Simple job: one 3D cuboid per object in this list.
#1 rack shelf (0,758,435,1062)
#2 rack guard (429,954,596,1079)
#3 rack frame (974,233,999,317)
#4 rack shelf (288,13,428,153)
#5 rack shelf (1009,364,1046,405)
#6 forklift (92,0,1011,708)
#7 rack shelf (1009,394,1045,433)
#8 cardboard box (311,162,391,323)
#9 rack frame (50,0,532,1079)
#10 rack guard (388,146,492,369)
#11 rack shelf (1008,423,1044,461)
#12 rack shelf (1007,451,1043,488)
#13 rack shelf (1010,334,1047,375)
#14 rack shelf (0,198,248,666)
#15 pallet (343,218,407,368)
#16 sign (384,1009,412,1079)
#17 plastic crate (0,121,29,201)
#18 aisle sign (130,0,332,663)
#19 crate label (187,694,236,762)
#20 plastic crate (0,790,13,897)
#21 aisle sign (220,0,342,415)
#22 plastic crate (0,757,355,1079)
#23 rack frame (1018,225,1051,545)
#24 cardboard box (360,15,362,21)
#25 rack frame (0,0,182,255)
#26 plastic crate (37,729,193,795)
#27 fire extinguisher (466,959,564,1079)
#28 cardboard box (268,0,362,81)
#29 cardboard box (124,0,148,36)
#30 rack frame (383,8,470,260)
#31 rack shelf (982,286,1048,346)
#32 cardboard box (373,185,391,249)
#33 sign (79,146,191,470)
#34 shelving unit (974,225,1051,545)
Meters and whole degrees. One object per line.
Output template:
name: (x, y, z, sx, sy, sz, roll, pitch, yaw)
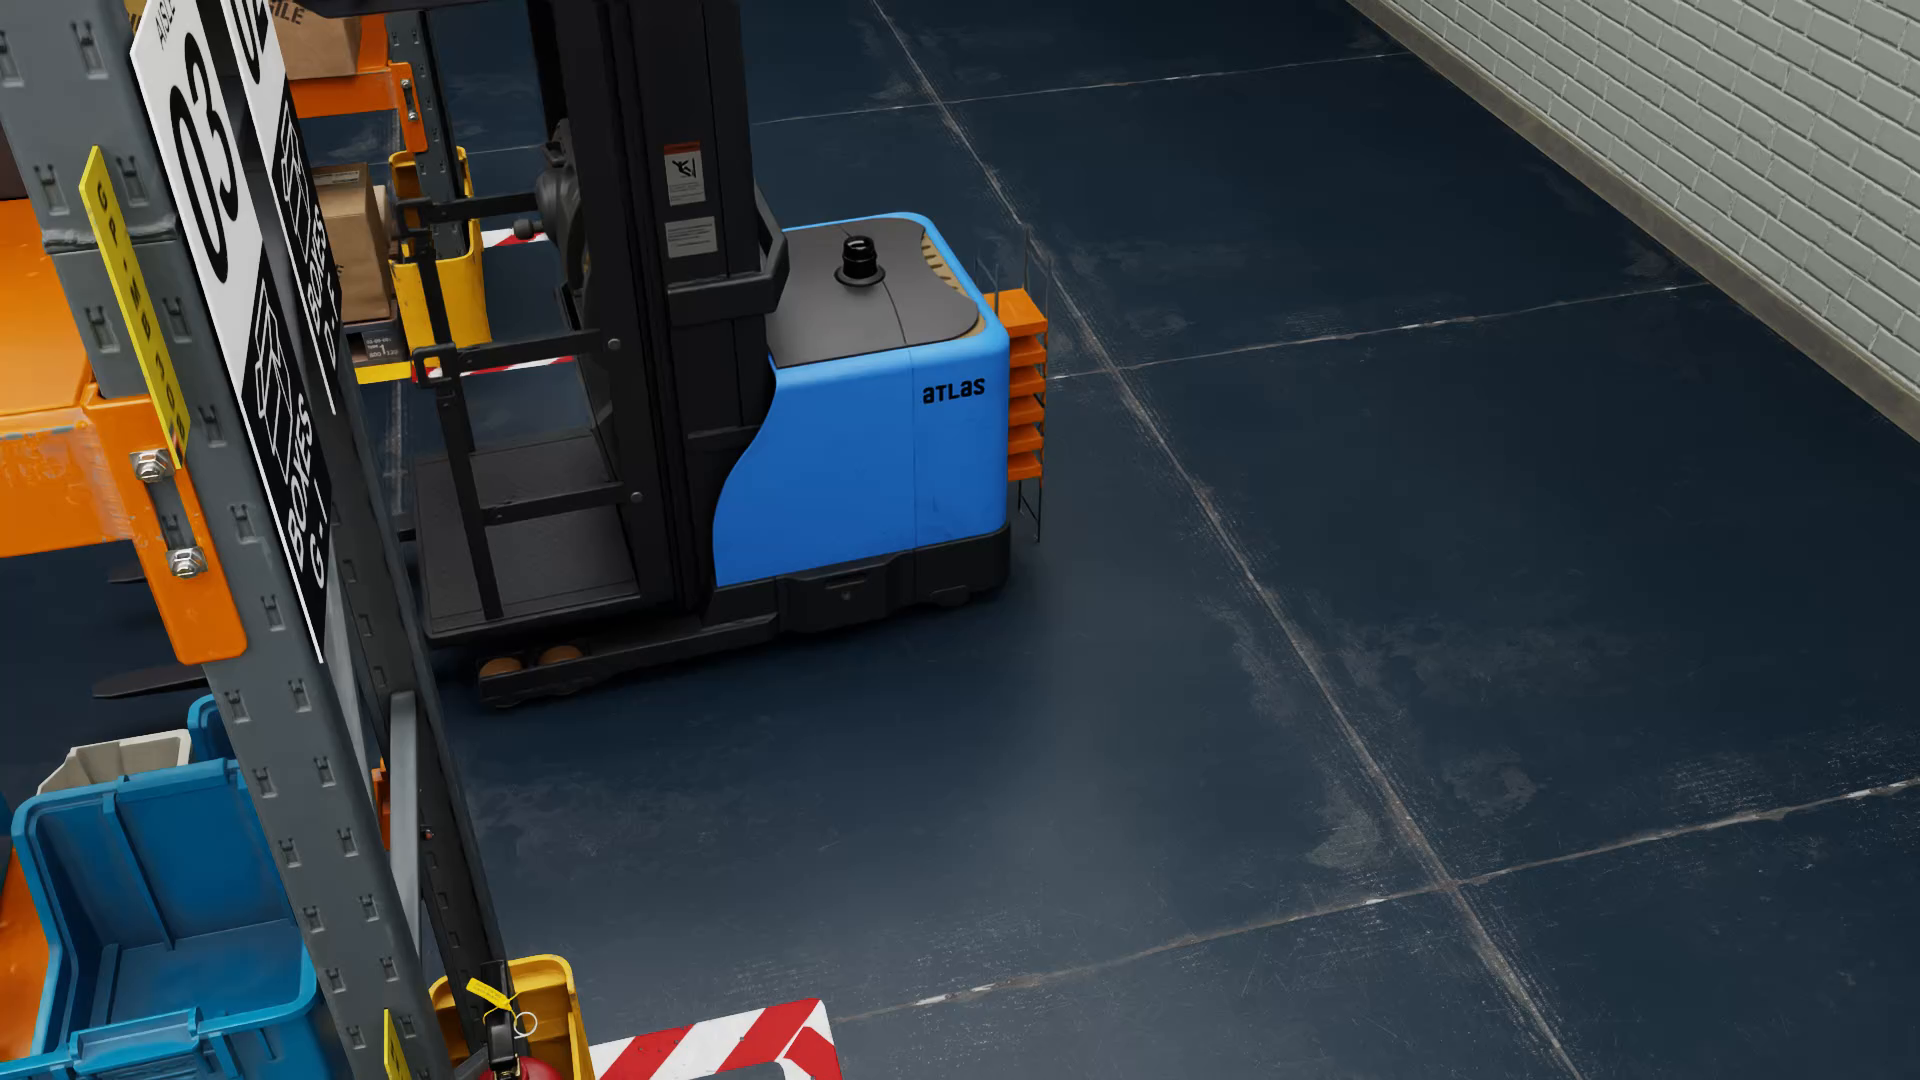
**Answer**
rack shelf: (-2.930, 1.201, 2.804, 4.000, 0.370, 1.077, -9, 38, -12)
rack guard: (-0.979, 1.580, 3.774, 0.348, 0.500, 1.175, -9, 38, -12)
rack frame: (0.088, -0.494, 5.909, 0.006, 1.200, 0.240, -11, 39, -14)
rack shelf: (-4.217, -1.705, 6.603, 4.000, 0.370, 1.077, -9, 38, -12)
rack shelf: (0.175, -0.572, 5.885, 0.180, 0.103, 0.258, -11, 39, -14)
forklift: (-1.397, -0.969, 5.105, 3.031, 2.935, 1.130, -11, 39, -14)
rack shelf: (0.175, -0.476, 5.958, 0.180, 0.103, 0.258, -11, 39, -14)
cardboard box: (-2.747, -1.259, 7.123, 0.500, 0.500, 0.500, -9, 38, -12)
rack frame: (-0.999, 0.598, 2.999, 0.127, 3.000, 1.000, -9, 38, -12)
rack guard: (-2.360, -1.303, 7.542, 0.348, 0.500, 1.175, -9, 38, -12)
rack shelf: (0.175, -0.381, 6.031, 0.180, 0.103, 0.258, -11, 39, -14)
rack shelf: (0.175, -0.286, 6.104, 0.180, 0.103, 0.258, -11, 39, -14)
rack shelf: (0.175, -0.667, 5.812, 0.180, 0.103, 0.258, -11, 39, -14)
rack shelf: (-2.930, 0.009, 1.892, 4.000, 0.370, 1.077, -9, 38, -12)
pallet: (-3.129, -1.061, 7.464, 1.213, 0.211, 1.003, -9, 38, -12)
sign: (-0.840, 0.853, 2.531, 0.005, 0.325, 0.100, -9, 38, -12)
plastic crate: (-1.443, -0.644, 2.262, 0.590, 0.269, 0.497, -9, 38, -12)
aisle sign: (-0.853, -0.274, 2.000, 0.004, 0.787, 0.394, -9, 38, -12)
crate label: (-1.323, 0.487, 3.233, 0.303, 0.233, 0.416, -9, 38, -12)
plastic crate: (-1.959, 0.591, 3.097, 0.300, 0.233, 0.416, -9, 38, -12)
aisle sign: (-1.007, -0.620, 2.452, 0.004, 0.787, 0.394, -9, 38, -12)
plastic crate: (-1.273, 0.723, 2.758, 0.499, 0.435, 0.616, -9, 38, -12)
rack frame: (0.262, -0.529, 5.954, 0.006, 1.200, 0.240, -11, 39, -14)
cardboard box: (-2.784, -2.432, 6.878, 0.500, 0.500, 0.500, -9, 38, -11)
rack frame: (-0.999, -1.785, 1.177, 0.127, 3.000, 1.000, -9, 38, -12)
plastic crate: (-1.654, 0.527, 3.260, 0.298, 0.136, 0.250, -9, 38, -12)
fire extinguisher: (-0.735, 1.020, 2.819, 0.183, 0.674, 0.296, -9, 38, -12)
cardboard box: (-2.648, -2.117, 6.466, 0.500, 0.500, 0.500, -8, 38, -11)
cardboard box: (-3.148, -2.033, 6.356, 0.500, 0.500, 0.500, -9, 38, -12)
rack frame: (-2.287, -2.308, 6.798, 0.127, 3.000, 1.000, -9, 38, -12)
rack shelf: (0.175, -0.762, 5.739, 0.180, 0.103, 0.258, -11, 39, -14)
cardboard box: (-2.780, -1.486, 7.708, 0.250, 0.149, 0.380, -9, 38, -12)
sign: (-0.840, -0.232, 1.701, 0.005, 0.325, 0.100, -9, 38, -12)
shelving unit: (0.175, -0.512, 5.931, 0.189, 1.200, 0.258, -11, 39, -14)
